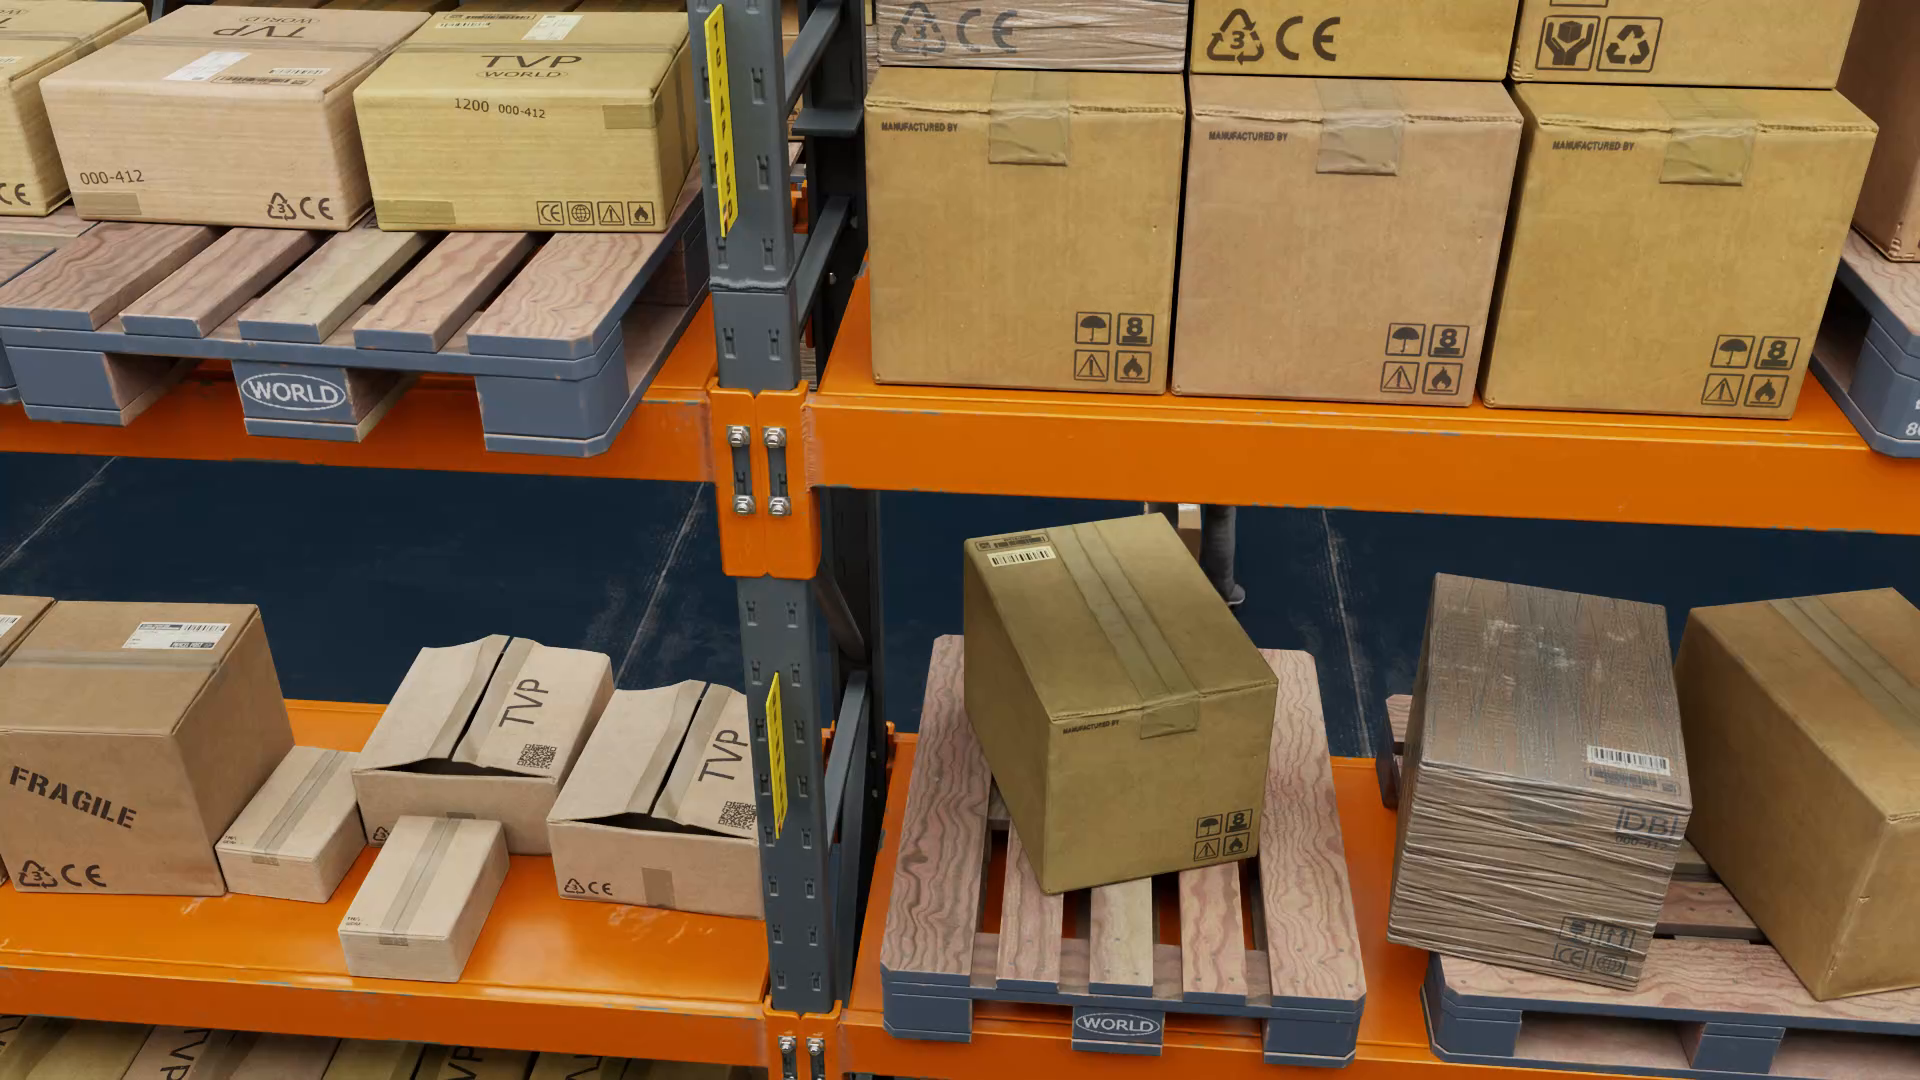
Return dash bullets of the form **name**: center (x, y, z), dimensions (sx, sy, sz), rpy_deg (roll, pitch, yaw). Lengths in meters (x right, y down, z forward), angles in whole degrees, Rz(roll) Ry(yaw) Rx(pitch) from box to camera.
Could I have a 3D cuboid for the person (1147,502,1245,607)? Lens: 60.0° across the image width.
- **person**: center (0.977, -0.394, 6.782), dimensions (0.521, 1.687, 0.517), rpy_deg (4, 32, 7)
